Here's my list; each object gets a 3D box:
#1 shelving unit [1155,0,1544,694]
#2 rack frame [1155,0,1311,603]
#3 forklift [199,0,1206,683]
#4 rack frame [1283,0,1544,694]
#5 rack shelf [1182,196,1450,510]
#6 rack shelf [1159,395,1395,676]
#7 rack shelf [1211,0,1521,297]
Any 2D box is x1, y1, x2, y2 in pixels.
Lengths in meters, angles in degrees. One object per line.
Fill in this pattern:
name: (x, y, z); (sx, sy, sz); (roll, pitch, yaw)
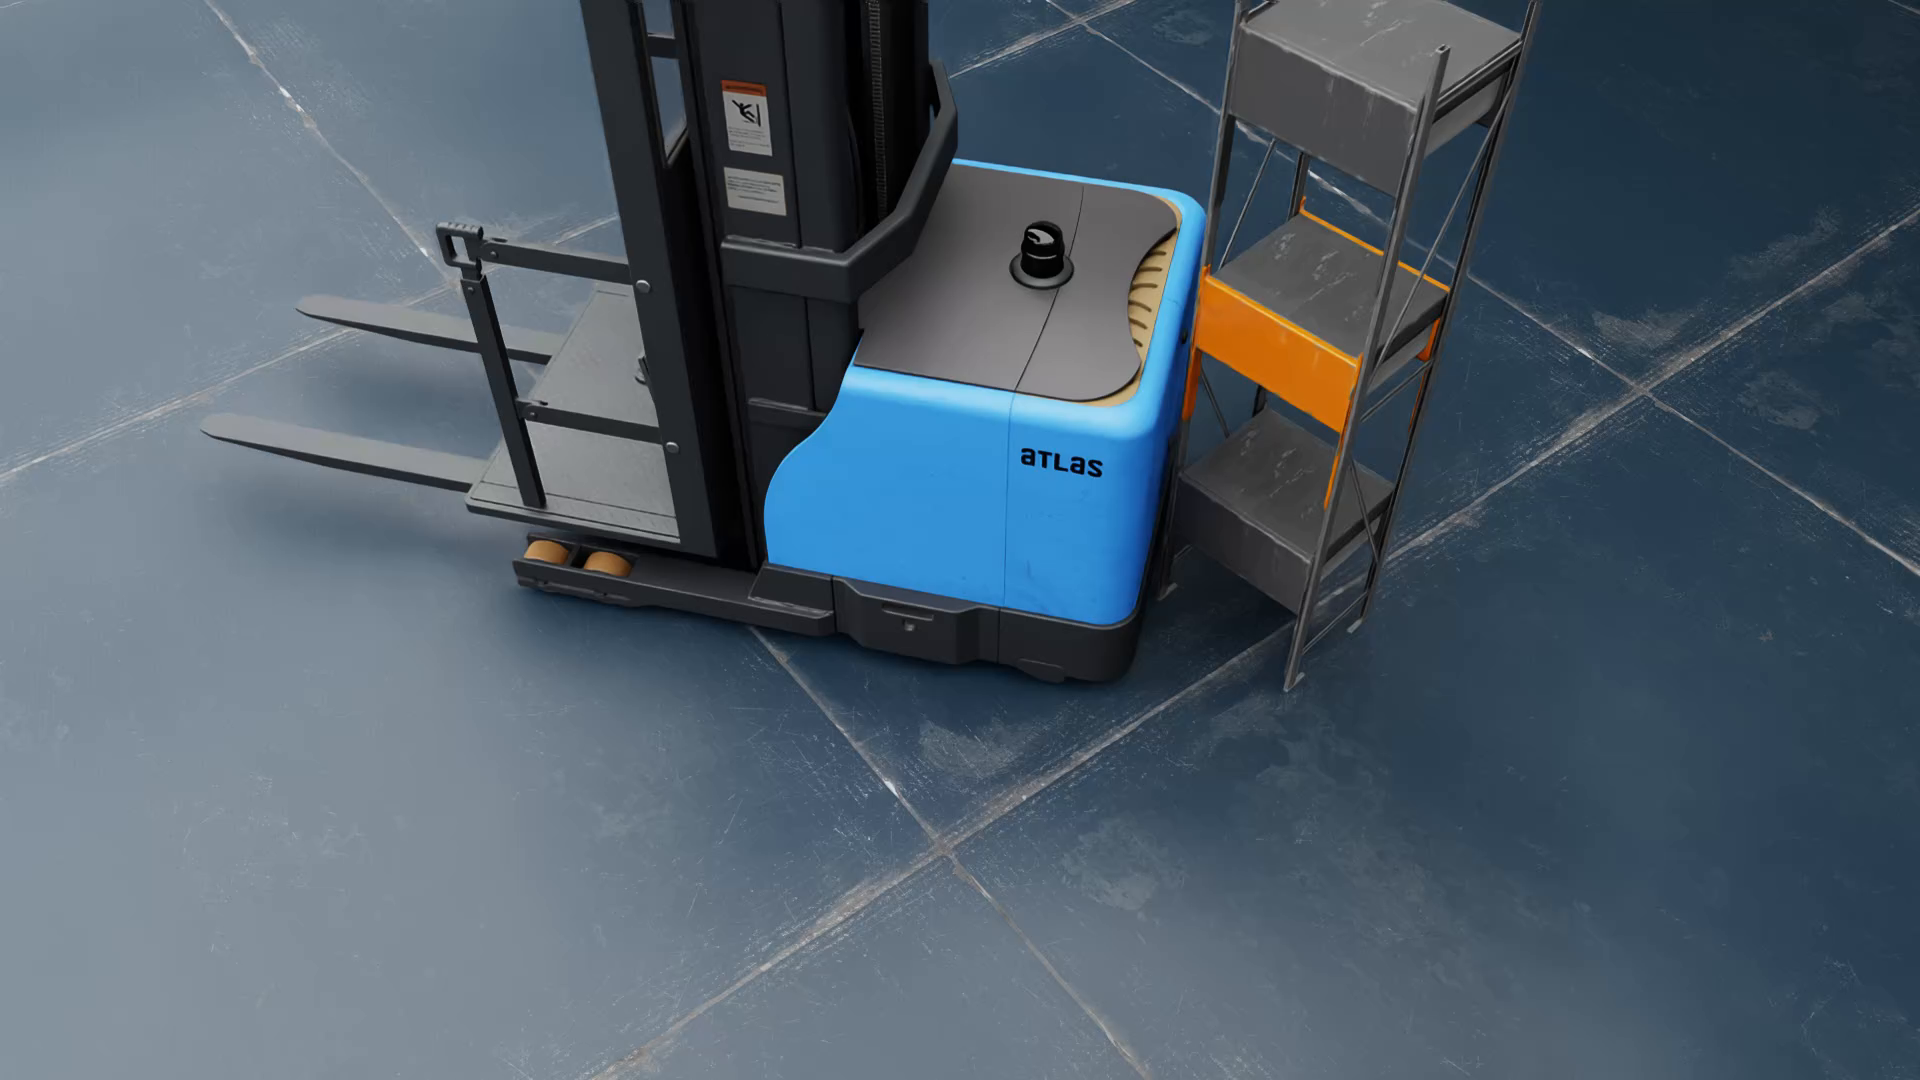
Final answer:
shelving unit: (0.915, -0.494, 4.280); (0.503, 2.100, 0.431); (36, 57, 28)
rack frame: (0.742, -0.621, 4.396); (0.015, 2.100, 0.400); (36, 57, 28)
forklift: (-0.866, -1.158, 4.322); (3.031, 2.935, 1.130); (10, 49, 9)
rack frame: (1.088, -0.366, 4.165); (0.015, 2.100, 0.400); (36, 57, 28)
rack shelf: (0.915, -0.485, 4.291); (0.480, 0.518, 0.431); (36, 57, 28)
rack shelf: (0.915, -0.015, 4.809); (0.480, 0.518, 0.431); (36, 57, 28)
rack shelf: (0.915, -0.955, 3.772); (0.480, 0.518, 0.431); (36, 57, 28)
